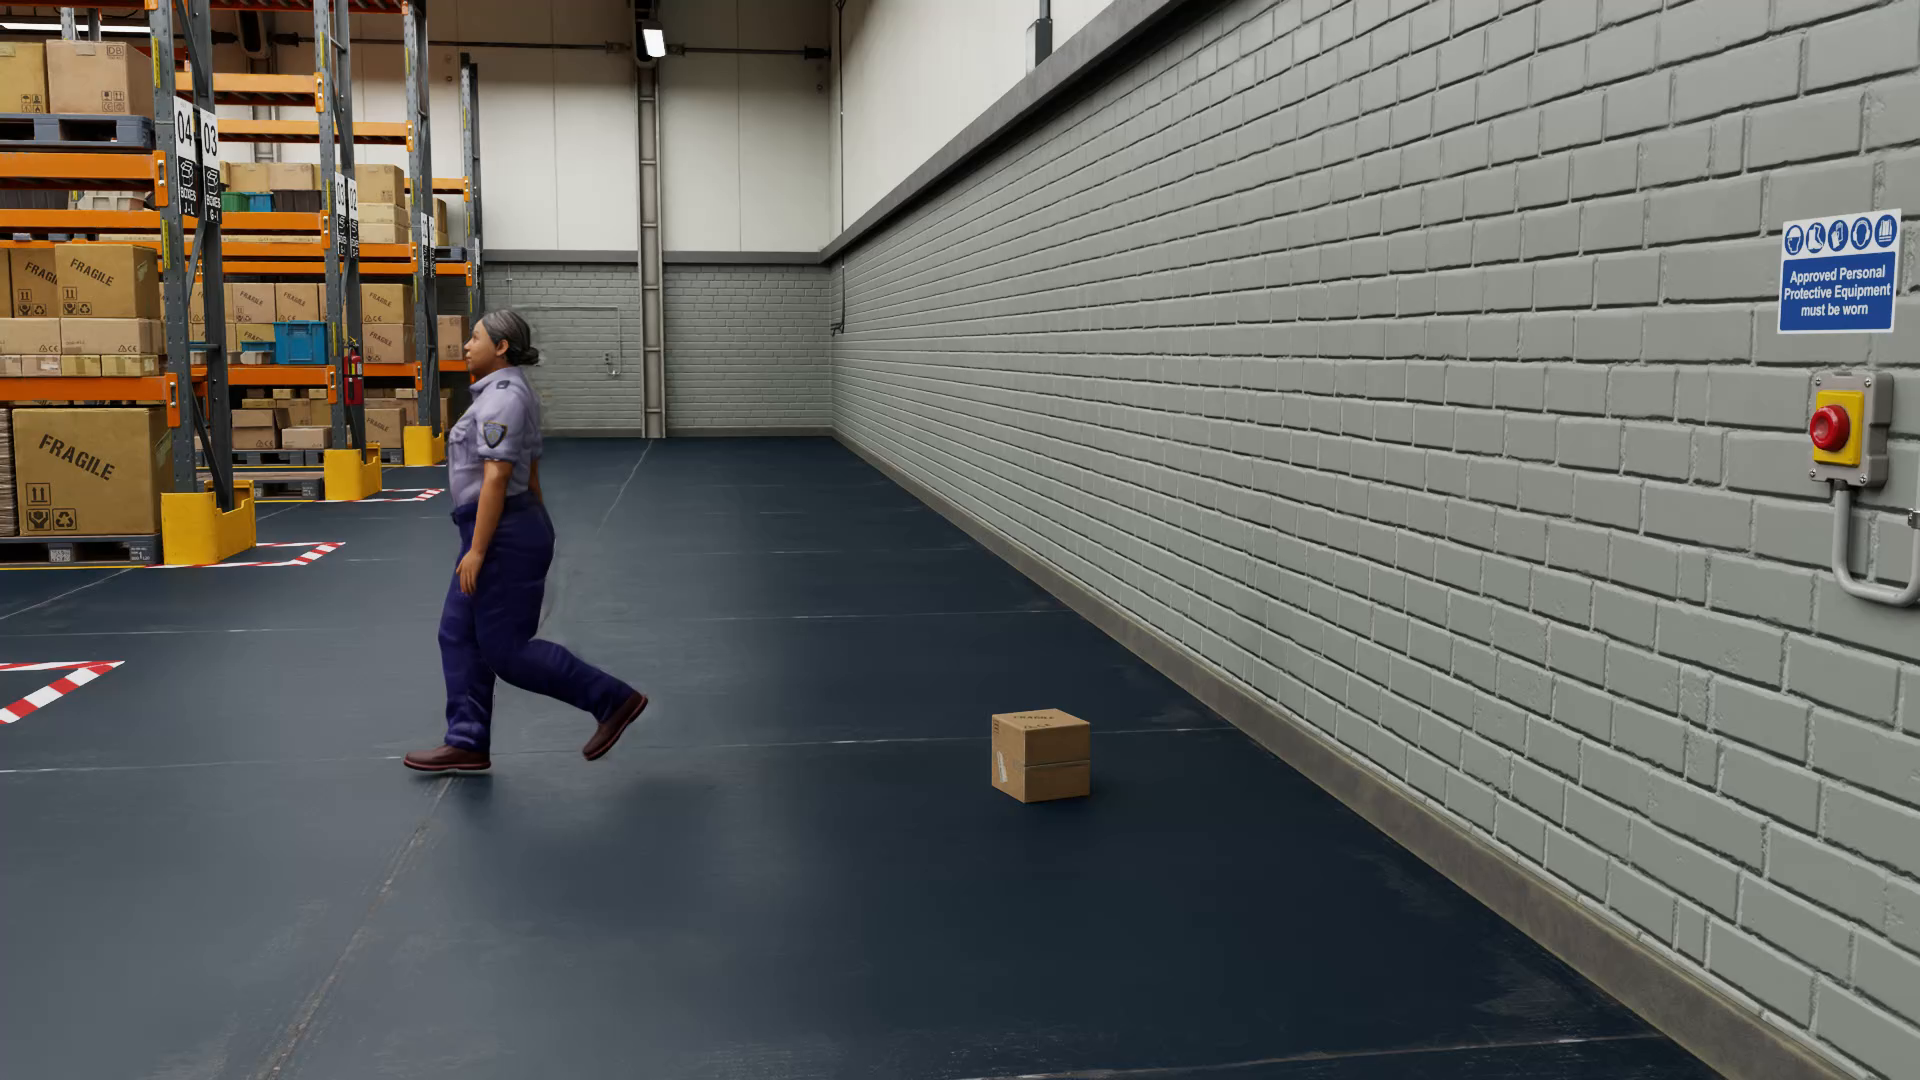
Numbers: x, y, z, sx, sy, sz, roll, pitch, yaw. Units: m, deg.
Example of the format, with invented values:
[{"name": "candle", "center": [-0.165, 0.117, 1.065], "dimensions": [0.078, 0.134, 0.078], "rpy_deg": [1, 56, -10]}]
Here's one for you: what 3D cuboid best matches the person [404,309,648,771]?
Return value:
[{"name": "person", "center": [-1.536, 0.015, 5.765], "dimensions": [0.837, 1.593, 0.492], "rpy_deg": [-1, 7, -8]}]
